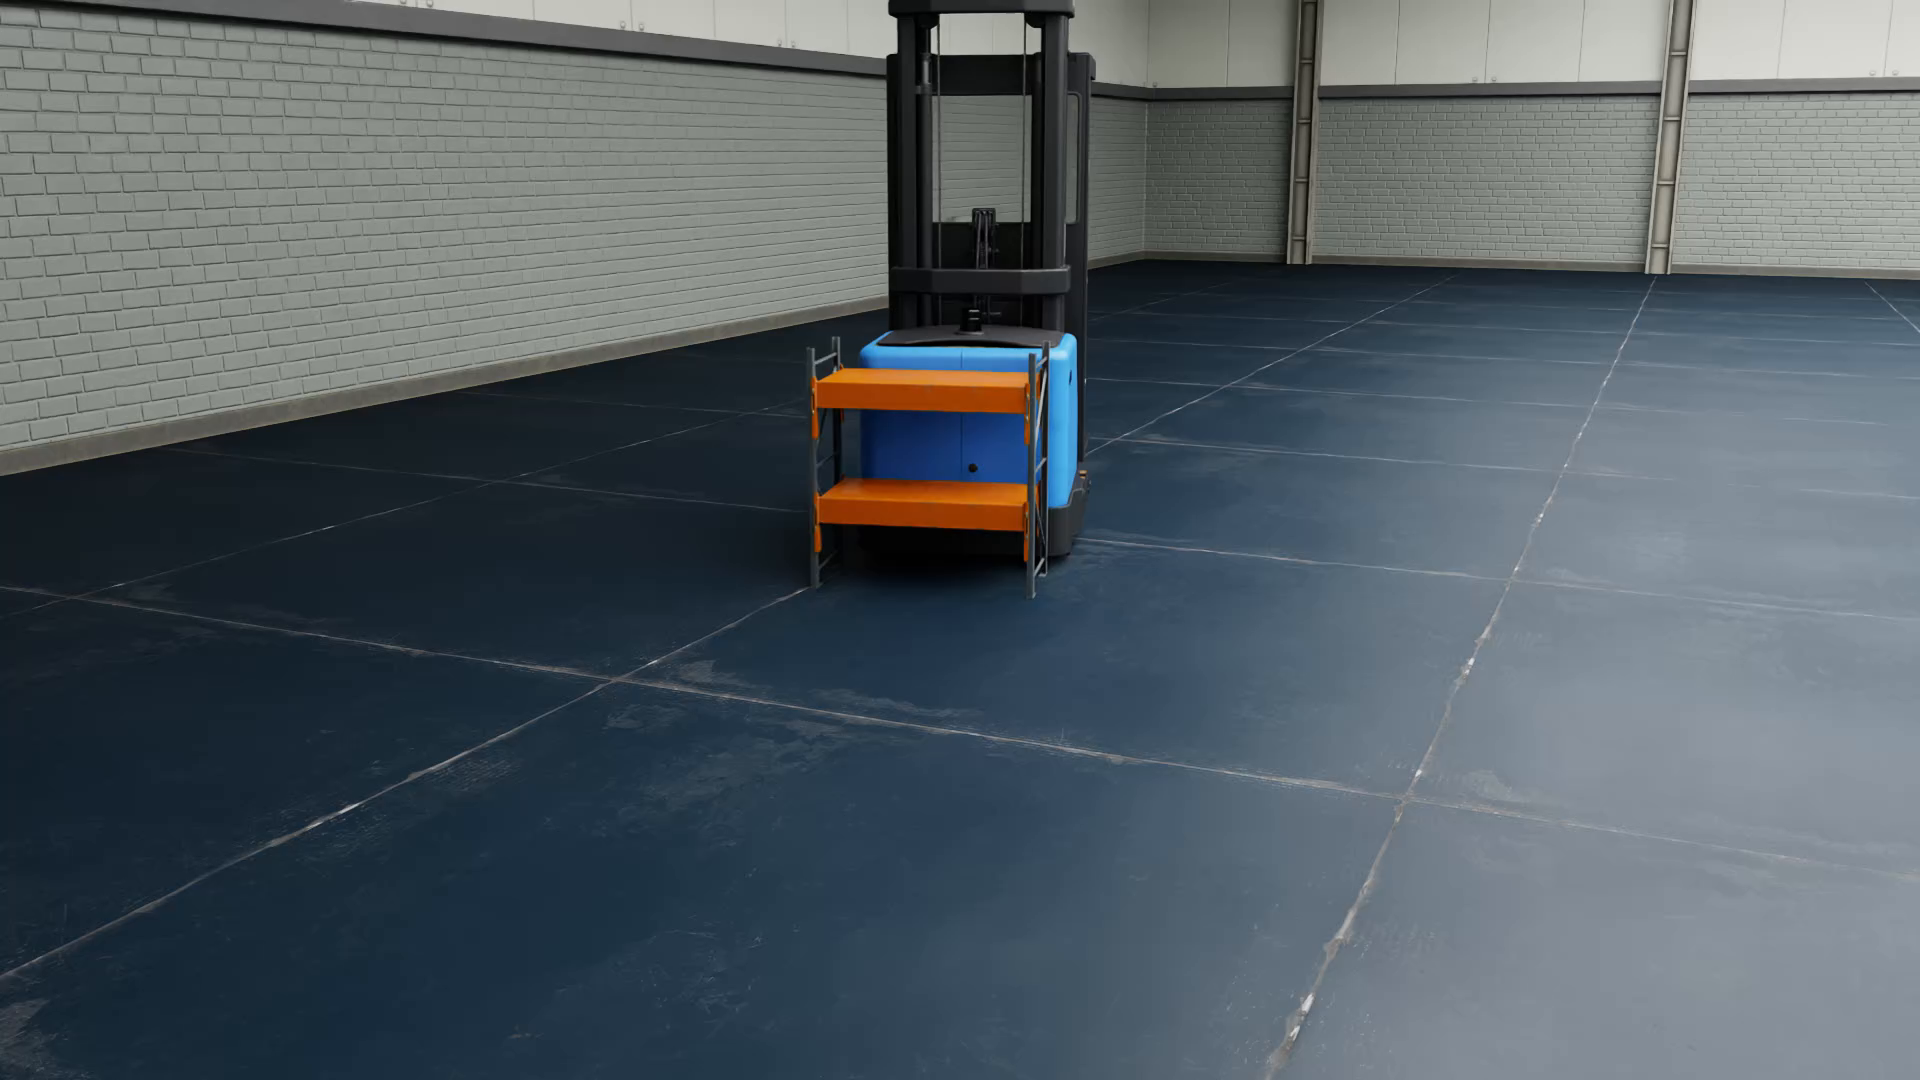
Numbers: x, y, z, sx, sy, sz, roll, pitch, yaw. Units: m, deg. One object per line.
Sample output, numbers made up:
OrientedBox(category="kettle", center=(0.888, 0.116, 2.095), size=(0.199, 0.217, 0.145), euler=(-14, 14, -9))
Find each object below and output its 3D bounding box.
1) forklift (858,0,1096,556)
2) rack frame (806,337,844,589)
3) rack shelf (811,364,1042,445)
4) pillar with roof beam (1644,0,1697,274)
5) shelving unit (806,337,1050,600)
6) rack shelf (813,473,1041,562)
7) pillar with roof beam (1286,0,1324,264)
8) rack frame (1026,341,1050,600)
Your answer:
OrientedBox(category="forklift", center=(0.181, -1.632, 9.294), size=(1.130, 2.935, 3.031), euler=(2, 13, 6))
OrientedBox(category="rack frame", center=(-0.638, -0.373, 7.883), size=(0.032, 1.125, 0.500), euler=(2, 13, 10))
OrientedBox(category="rack shelf", center=(-0.138, -0.637, 7.727), size=(1.000, 0.278, 0.538), euler=(2, 13, 10))
OrientedBox(category="pillar with roof beam", center=(9.868, -7.922, 22.816), size=(0.400, 9.000, 9.100), euler=(6, 14, 23))
OrientedBox(category="shelving unit", center=(-0.138, -0.352, 7.794), size=(1.048, 1.125, 0.538), euler=(2, 13, 10))
OrientedBox(category="rack shelf", center=(-0.138, -0.114, 7.850), size=(1.000, 0.278, 0.538), euler=(2, 13, 10))
OrientedBox(category="pillar with roof beam", center=(4.382, -8.477, 25.182), size=(0.400, 9.000, 9.100), euler=(6, 14, 23))
OrientedBox(category="rack frame", center=(0.362, -0.331, 7.705), size=(0.032, 1.125, 0.500), euler=(2, 13, 10))
